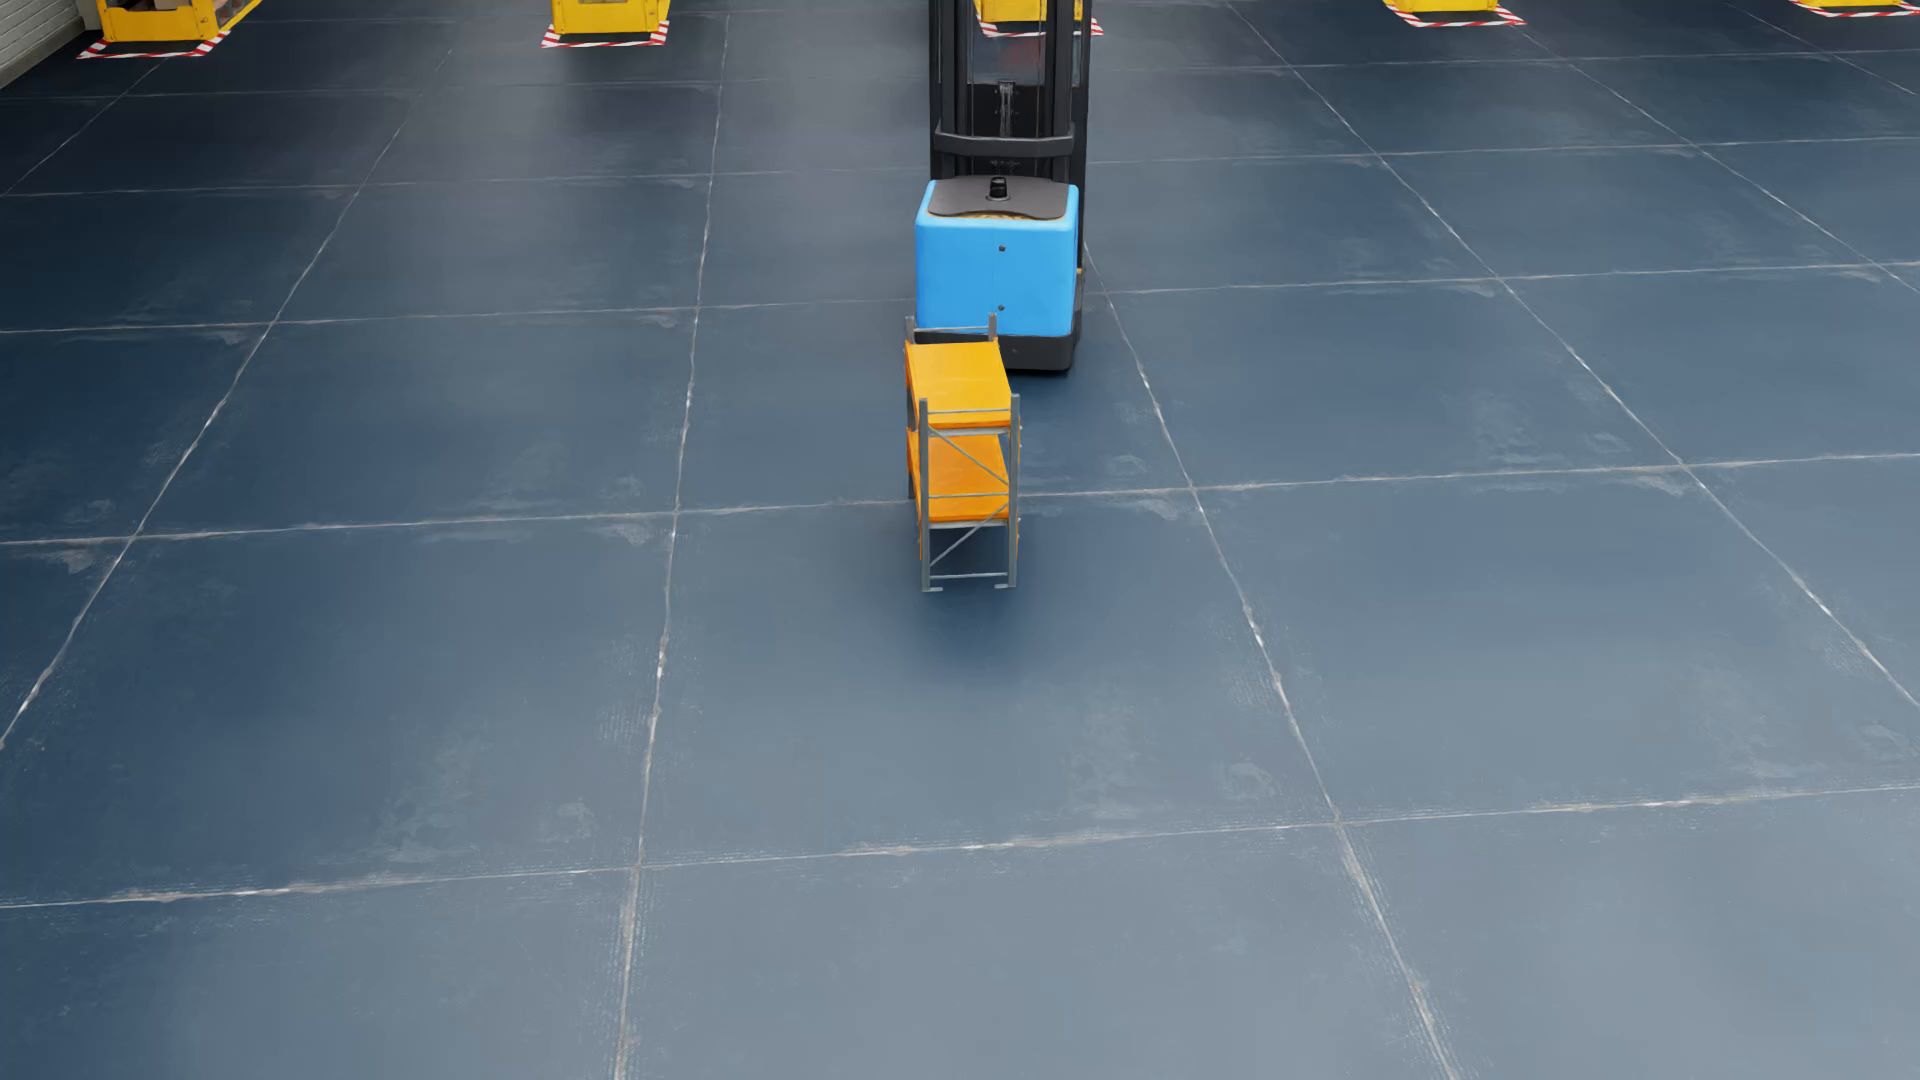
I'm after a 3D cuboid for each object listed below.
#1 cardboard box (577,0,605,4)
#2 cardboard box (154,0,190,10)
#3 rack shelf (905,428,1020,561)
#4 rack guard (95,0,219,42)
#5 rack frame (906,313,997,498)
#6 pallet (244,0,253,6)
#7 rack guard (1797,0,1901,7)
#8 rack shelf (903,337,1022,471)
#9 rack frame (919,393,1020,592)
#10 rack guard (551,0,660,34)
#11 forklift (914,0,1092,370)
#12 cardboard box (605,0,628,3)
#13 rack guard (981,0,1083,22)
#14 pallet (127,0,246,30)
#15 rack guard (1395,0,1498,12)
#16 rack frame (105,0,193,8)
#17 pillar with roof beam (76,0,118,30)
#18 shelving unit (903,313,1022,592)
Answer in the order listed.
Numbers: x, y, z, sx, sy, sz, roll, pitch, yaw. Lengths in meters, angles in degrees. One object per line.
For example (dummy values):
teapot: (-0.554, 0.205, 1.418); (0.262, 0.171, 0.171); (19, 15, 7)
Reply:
cardboard box: (-4.386, -6.415, 19.336); (0.500, 0.250, 0.500); (-3, 31, -5)
cardboard box: (-8.948, -6.308, 19.079); (0.500, 0.311, 0.500); (-6, 31, -10)
rack shelf: (-0.001, -0.276, 9.093); (0.538, 0.278, 1.000); (-3, 31, -5)
rack guard: (-8.980, -5.882, 18.609); (1.175, 0.500, 0.348); (-3, 31, -5)
rack frame: (-0.048, -0.746, 9.402); (0.500, 1.125, 0.032); (-3, 31, -5)
pallet: (-9.132, -6.795, 20.421); (1.003, 0.211, 1.213); (-3, 31, -5)
rack guard: (10.772, -6.728, 20.027); (1.175, 0.500, 0.348); (-3, 31, -5)
rack shelf: (-0.001, -0.738, 8.817); (0.538, 0.278, 1.000); (-3, 31, -5)
rack frame: (0.047, -0.227, 8.533); (0.500, 1.125, 0.032); (-3, 31, -5)
rack guard: (-4.039, -6.070, 18.924); (1.175, 0.500, 0.348); (-3, 31, -5)
forklift: (0.360, -3.111, 11.600); (1.130, 2.935, 3.031); (3, 31, 5)
cardboard box: (-3.870, -6.439, 19.377); (0.500, 0.250, 0.500); (-3, 31, -5)
rack guard: (0.837, -6.354, 19.400); (1.175, 0.500, 0.348); (-3, 31, -5)
pallet: (-9.021, -6.174, 19.381); (1.003, 0.211, 1.213); (-3, 31, -5)
rack guard: (5.815, -6.593, 19.801); (1.175, 0.500, 0.348); (-3, 31, -5)
rack frame: (-8.973, -6.916, 17.903); (1.000, 3.000, 0.127); (-3, 31, -5)
pillar with roof beam: (-5.614, -10.014, 17.239); (9.100, 9.000, 0.400); (-3, 31, -5)
shelving unit: (-0.001, -0.486, 8.967); (0.538, 1.125, 1.048); (-3, 31, -5)
